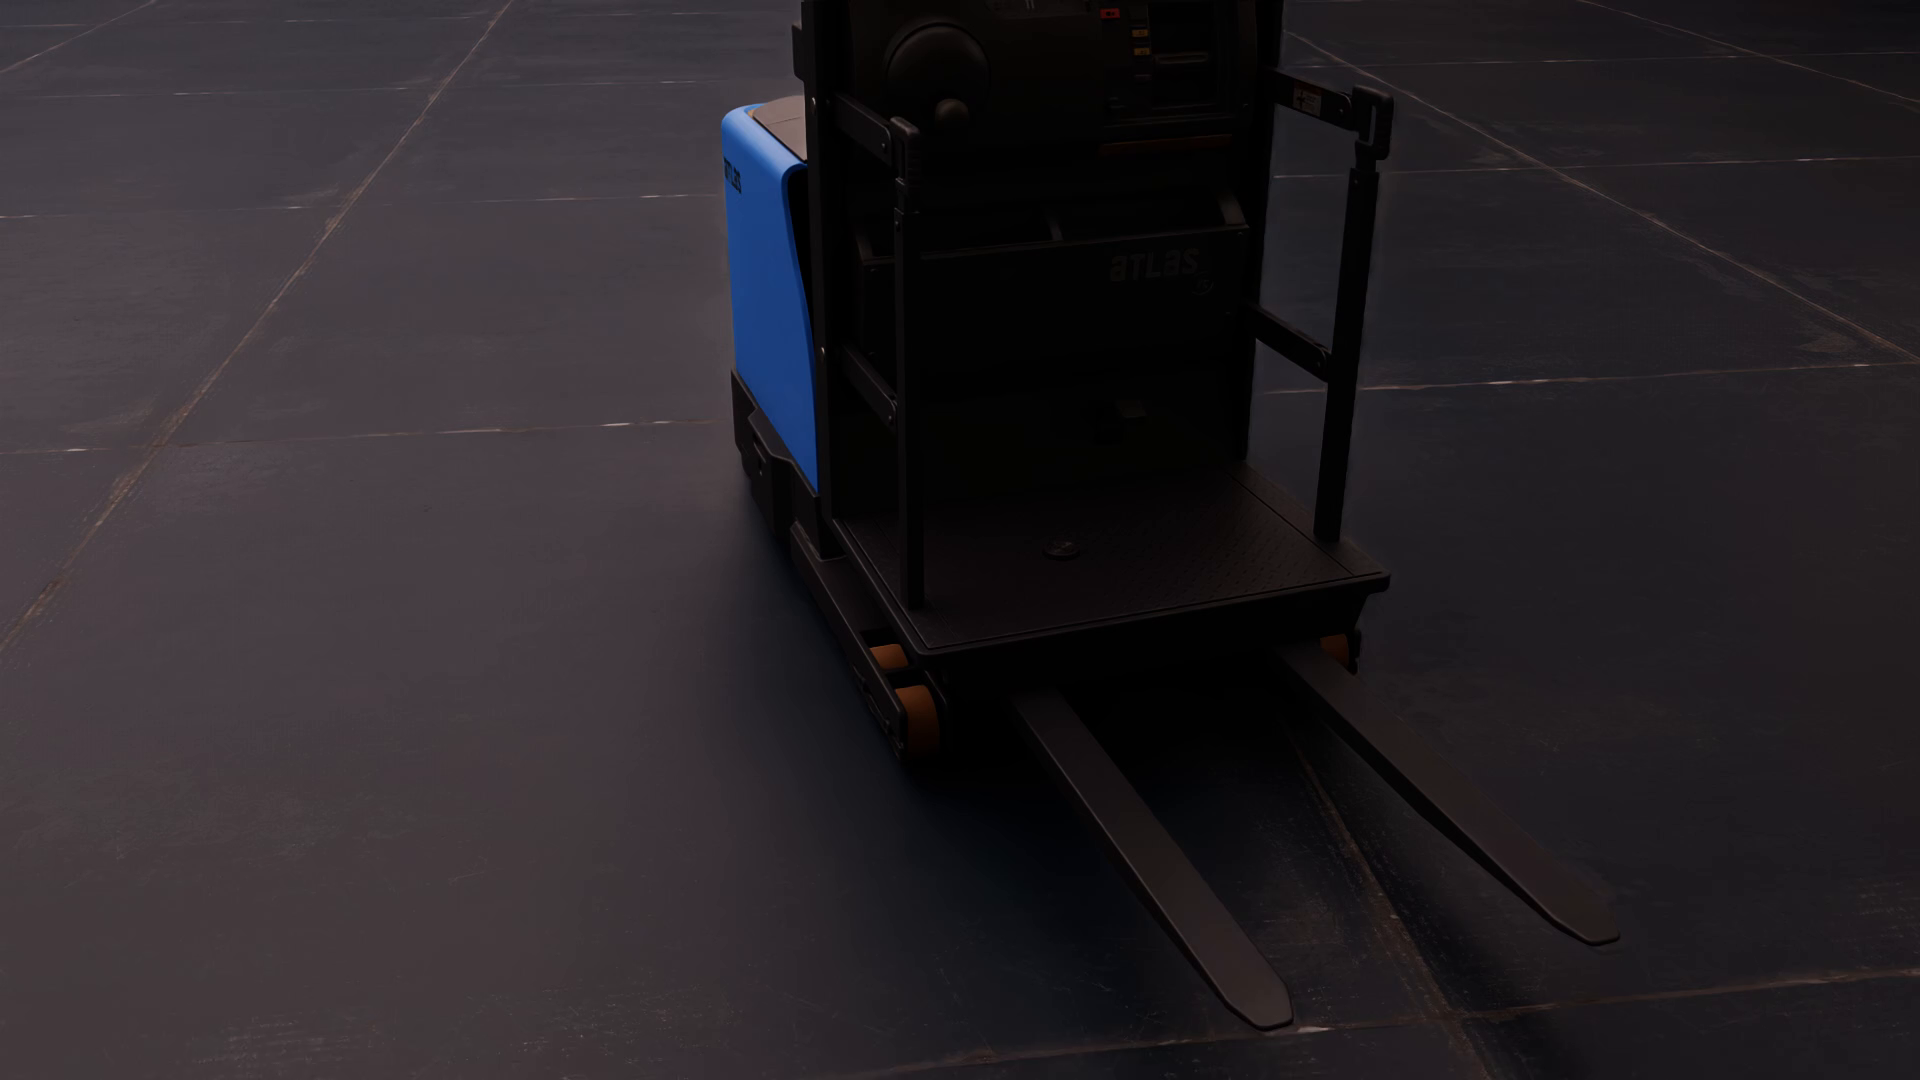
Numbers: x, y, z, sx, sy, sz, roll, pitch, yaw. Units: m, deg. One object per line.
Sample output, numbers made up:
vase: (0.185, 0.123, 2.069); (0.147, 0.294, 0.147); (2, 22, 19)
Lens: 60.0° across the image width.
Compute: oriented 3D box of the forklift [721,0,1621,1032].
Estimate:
forklift: (0.279, -1.040, 3.387); (1.130, 2.935, 3.031); (-9, 27, -17)
